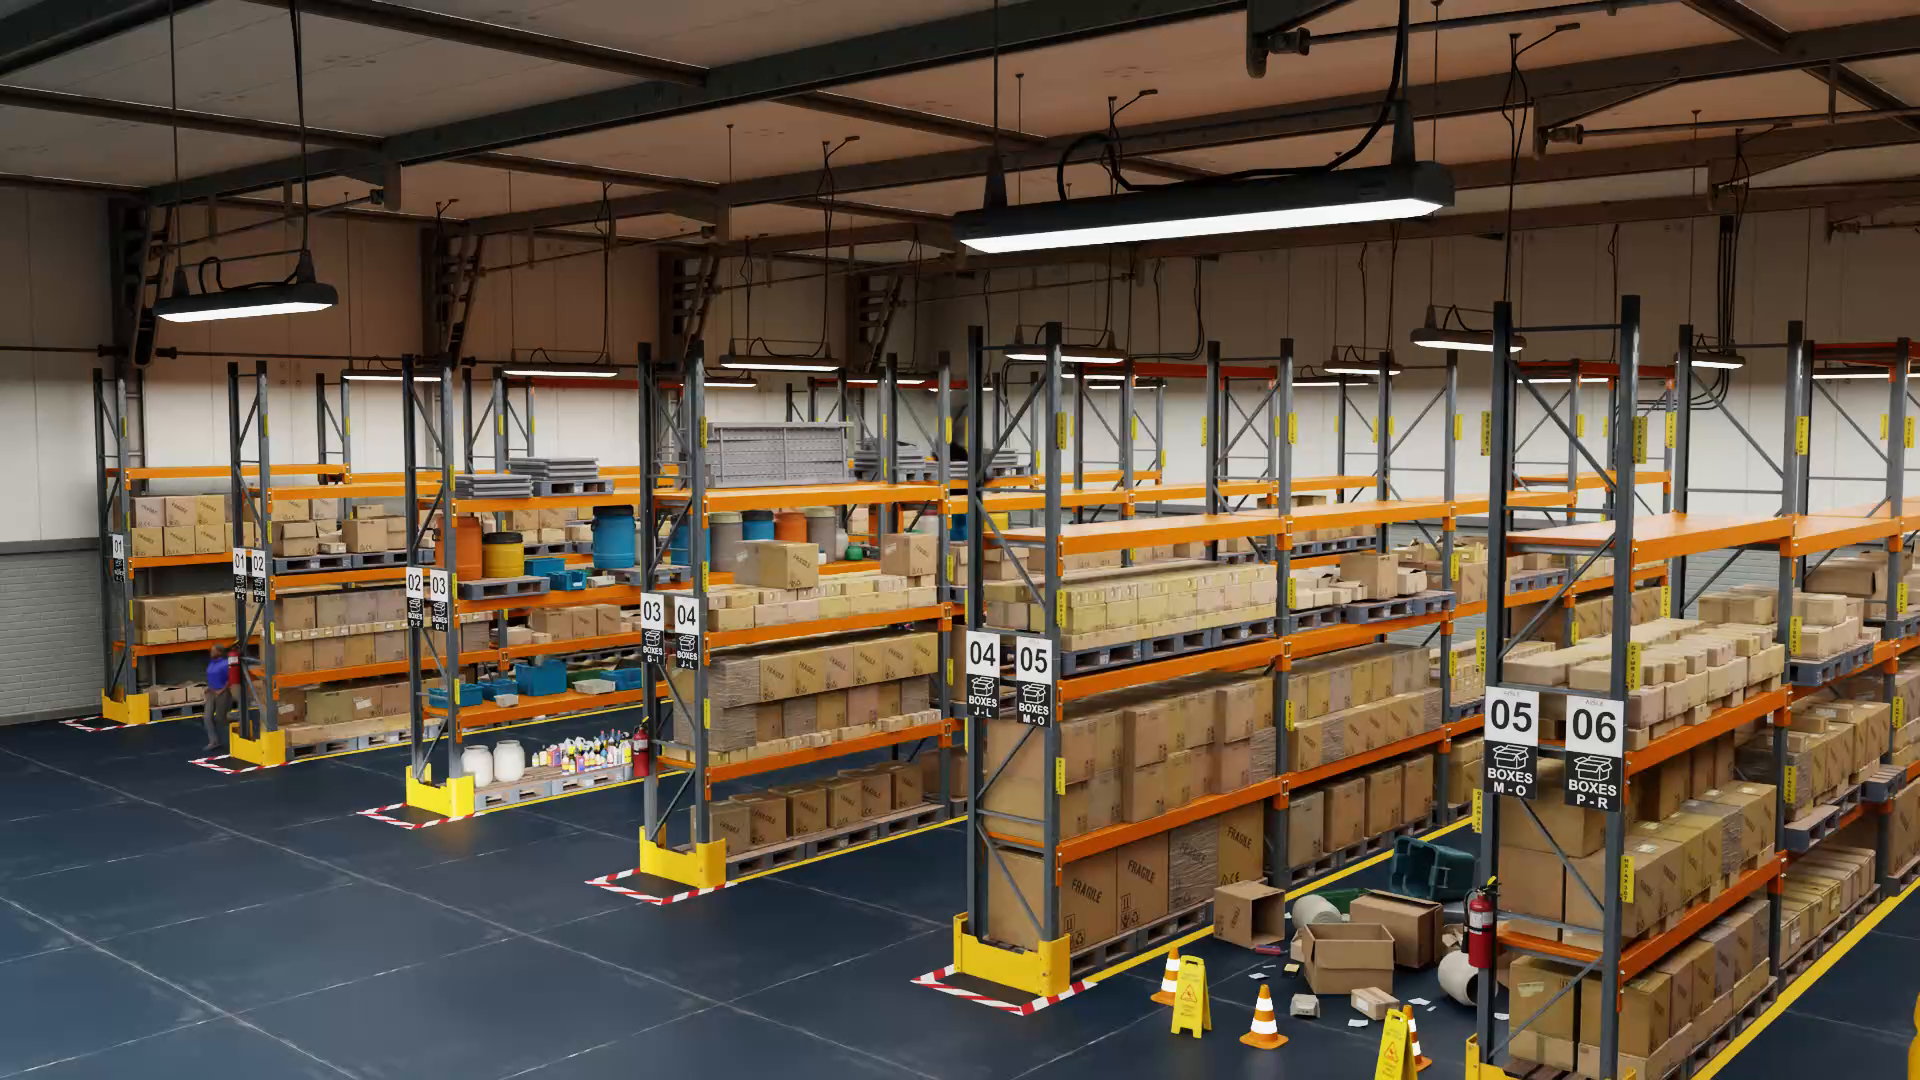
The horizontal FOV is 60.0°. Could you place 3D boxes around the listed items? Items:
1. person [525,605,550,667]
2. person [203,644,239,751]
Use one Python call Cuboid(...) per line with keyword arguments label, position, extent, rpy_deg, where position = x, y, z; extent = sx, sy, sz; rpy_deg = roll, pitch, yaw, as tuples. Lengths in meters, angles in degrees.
Cuboid(label="person", position=(-7.870, 1.975, 31.390), extent=(0.708, 1.856, 0.840), rpy_deg=(3, 5, 35))
Cuboid(label="person", position=(-11.599, 2.443, 26.108), extent=(0.592, 1.648, 0.733), rpy_deg=(2, 5, 24))
